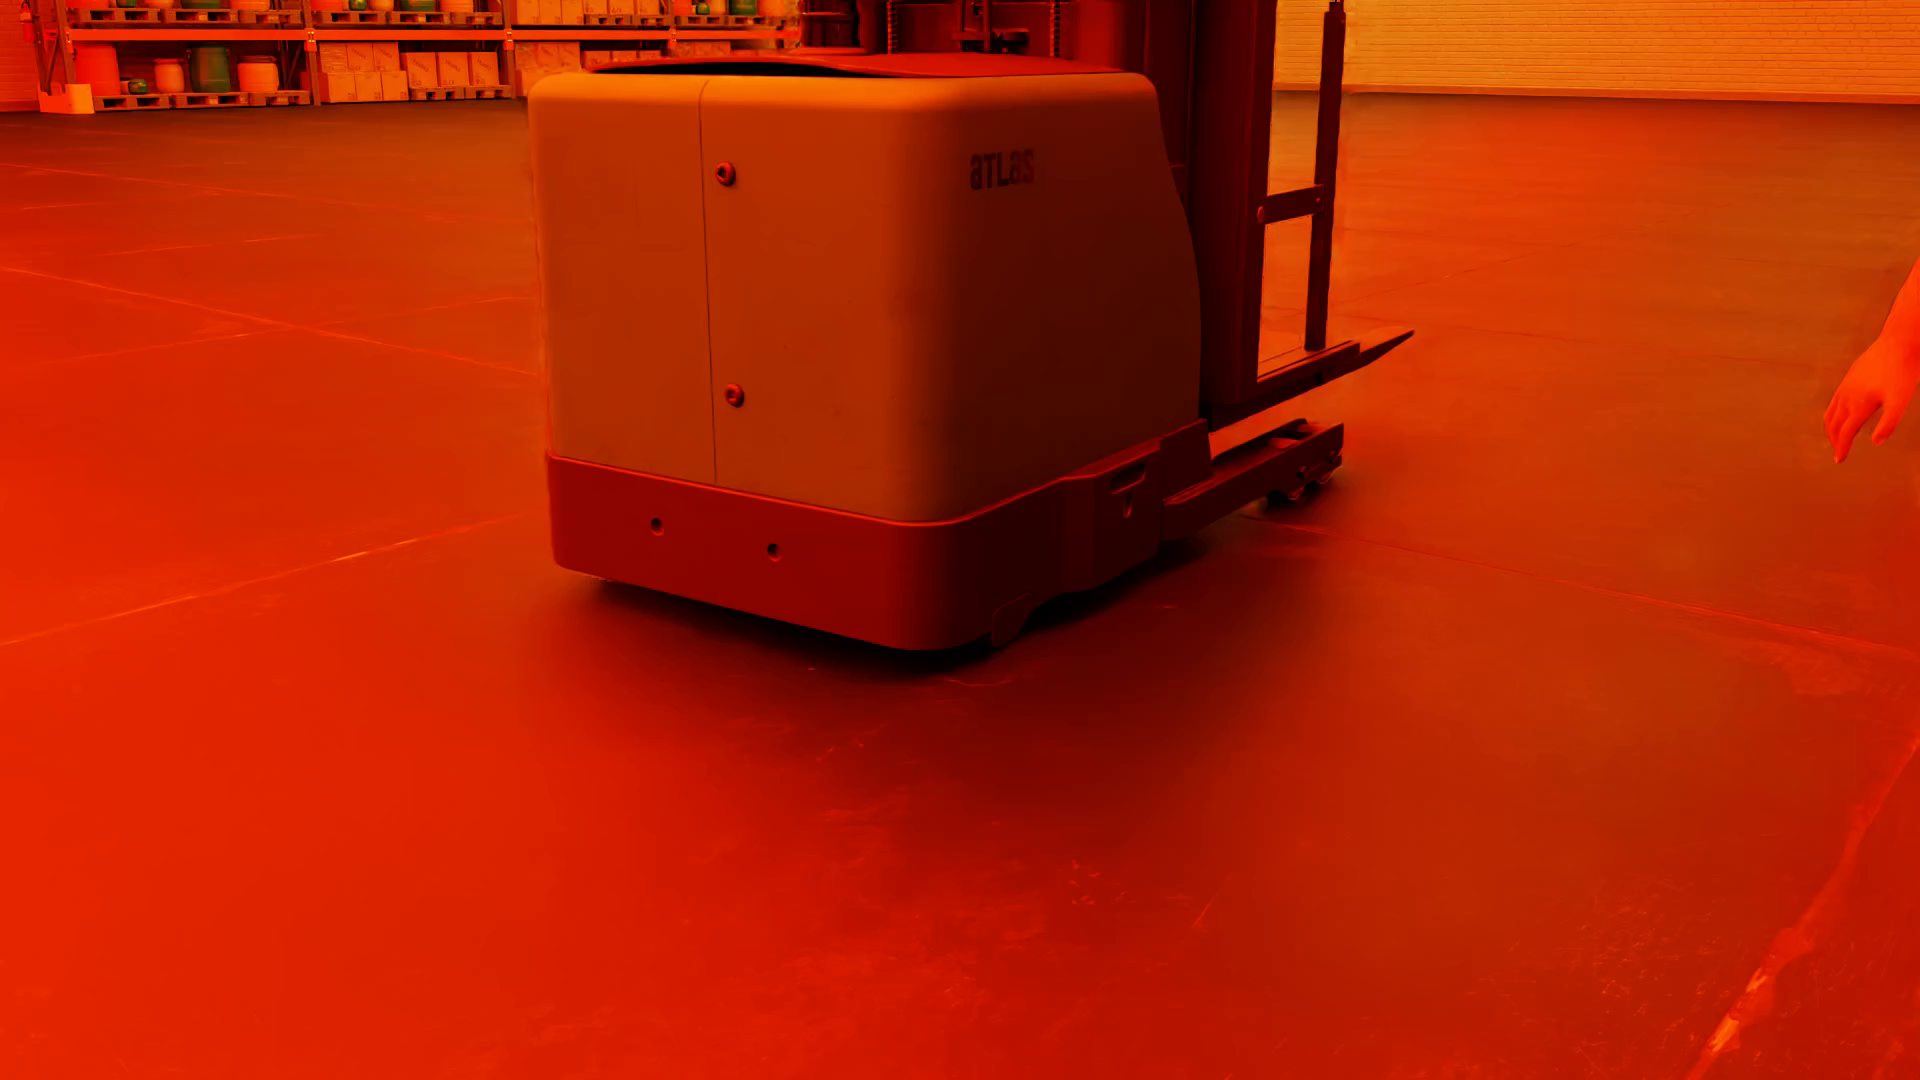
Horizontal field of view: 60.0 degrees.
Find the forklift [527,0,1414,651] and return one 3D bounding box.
[{"bbox_3d":[0.367,-1.569,4.066,1.130,2.935,3.031,11,20,32],"label":"forklift"}]

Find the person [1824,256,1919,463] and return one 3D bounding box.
[{"bbox_3d":[1.265,-0.038,1.619,0.708,1.463,0.718,6,18,20],"label":"person"}]
